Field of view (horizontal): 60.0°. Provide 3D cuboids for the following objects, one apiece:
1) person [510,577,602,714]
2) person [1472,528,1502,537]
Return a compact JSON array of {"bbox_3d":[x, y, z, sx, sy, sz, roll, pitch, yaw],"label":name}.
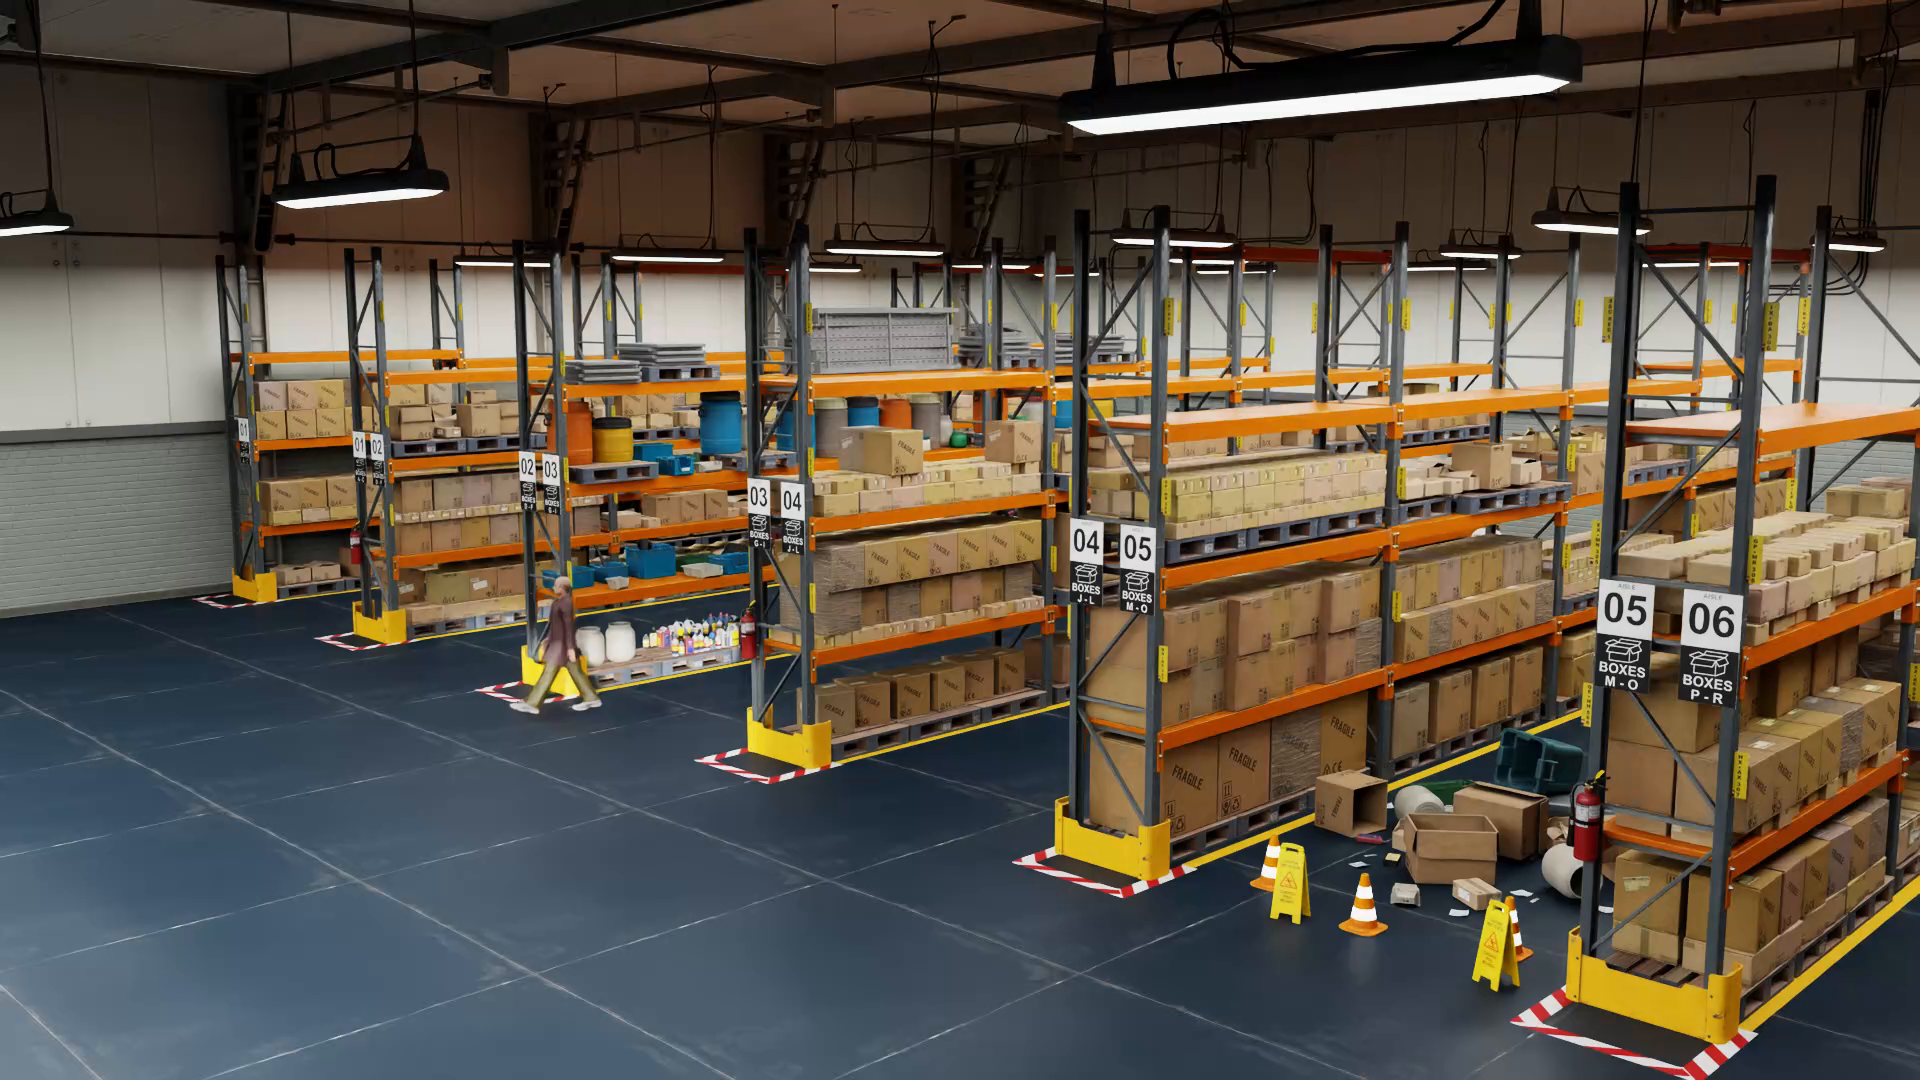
[{"bbox_3d":[-5.117,1.322,21.015,1.097,1.730,0.614,-1,8,-7],"label":"person"},{"bbox_3d":[8.707,0.416,27.457,0.597,1.765,0.531,7,11,42],"label":"person"}]
